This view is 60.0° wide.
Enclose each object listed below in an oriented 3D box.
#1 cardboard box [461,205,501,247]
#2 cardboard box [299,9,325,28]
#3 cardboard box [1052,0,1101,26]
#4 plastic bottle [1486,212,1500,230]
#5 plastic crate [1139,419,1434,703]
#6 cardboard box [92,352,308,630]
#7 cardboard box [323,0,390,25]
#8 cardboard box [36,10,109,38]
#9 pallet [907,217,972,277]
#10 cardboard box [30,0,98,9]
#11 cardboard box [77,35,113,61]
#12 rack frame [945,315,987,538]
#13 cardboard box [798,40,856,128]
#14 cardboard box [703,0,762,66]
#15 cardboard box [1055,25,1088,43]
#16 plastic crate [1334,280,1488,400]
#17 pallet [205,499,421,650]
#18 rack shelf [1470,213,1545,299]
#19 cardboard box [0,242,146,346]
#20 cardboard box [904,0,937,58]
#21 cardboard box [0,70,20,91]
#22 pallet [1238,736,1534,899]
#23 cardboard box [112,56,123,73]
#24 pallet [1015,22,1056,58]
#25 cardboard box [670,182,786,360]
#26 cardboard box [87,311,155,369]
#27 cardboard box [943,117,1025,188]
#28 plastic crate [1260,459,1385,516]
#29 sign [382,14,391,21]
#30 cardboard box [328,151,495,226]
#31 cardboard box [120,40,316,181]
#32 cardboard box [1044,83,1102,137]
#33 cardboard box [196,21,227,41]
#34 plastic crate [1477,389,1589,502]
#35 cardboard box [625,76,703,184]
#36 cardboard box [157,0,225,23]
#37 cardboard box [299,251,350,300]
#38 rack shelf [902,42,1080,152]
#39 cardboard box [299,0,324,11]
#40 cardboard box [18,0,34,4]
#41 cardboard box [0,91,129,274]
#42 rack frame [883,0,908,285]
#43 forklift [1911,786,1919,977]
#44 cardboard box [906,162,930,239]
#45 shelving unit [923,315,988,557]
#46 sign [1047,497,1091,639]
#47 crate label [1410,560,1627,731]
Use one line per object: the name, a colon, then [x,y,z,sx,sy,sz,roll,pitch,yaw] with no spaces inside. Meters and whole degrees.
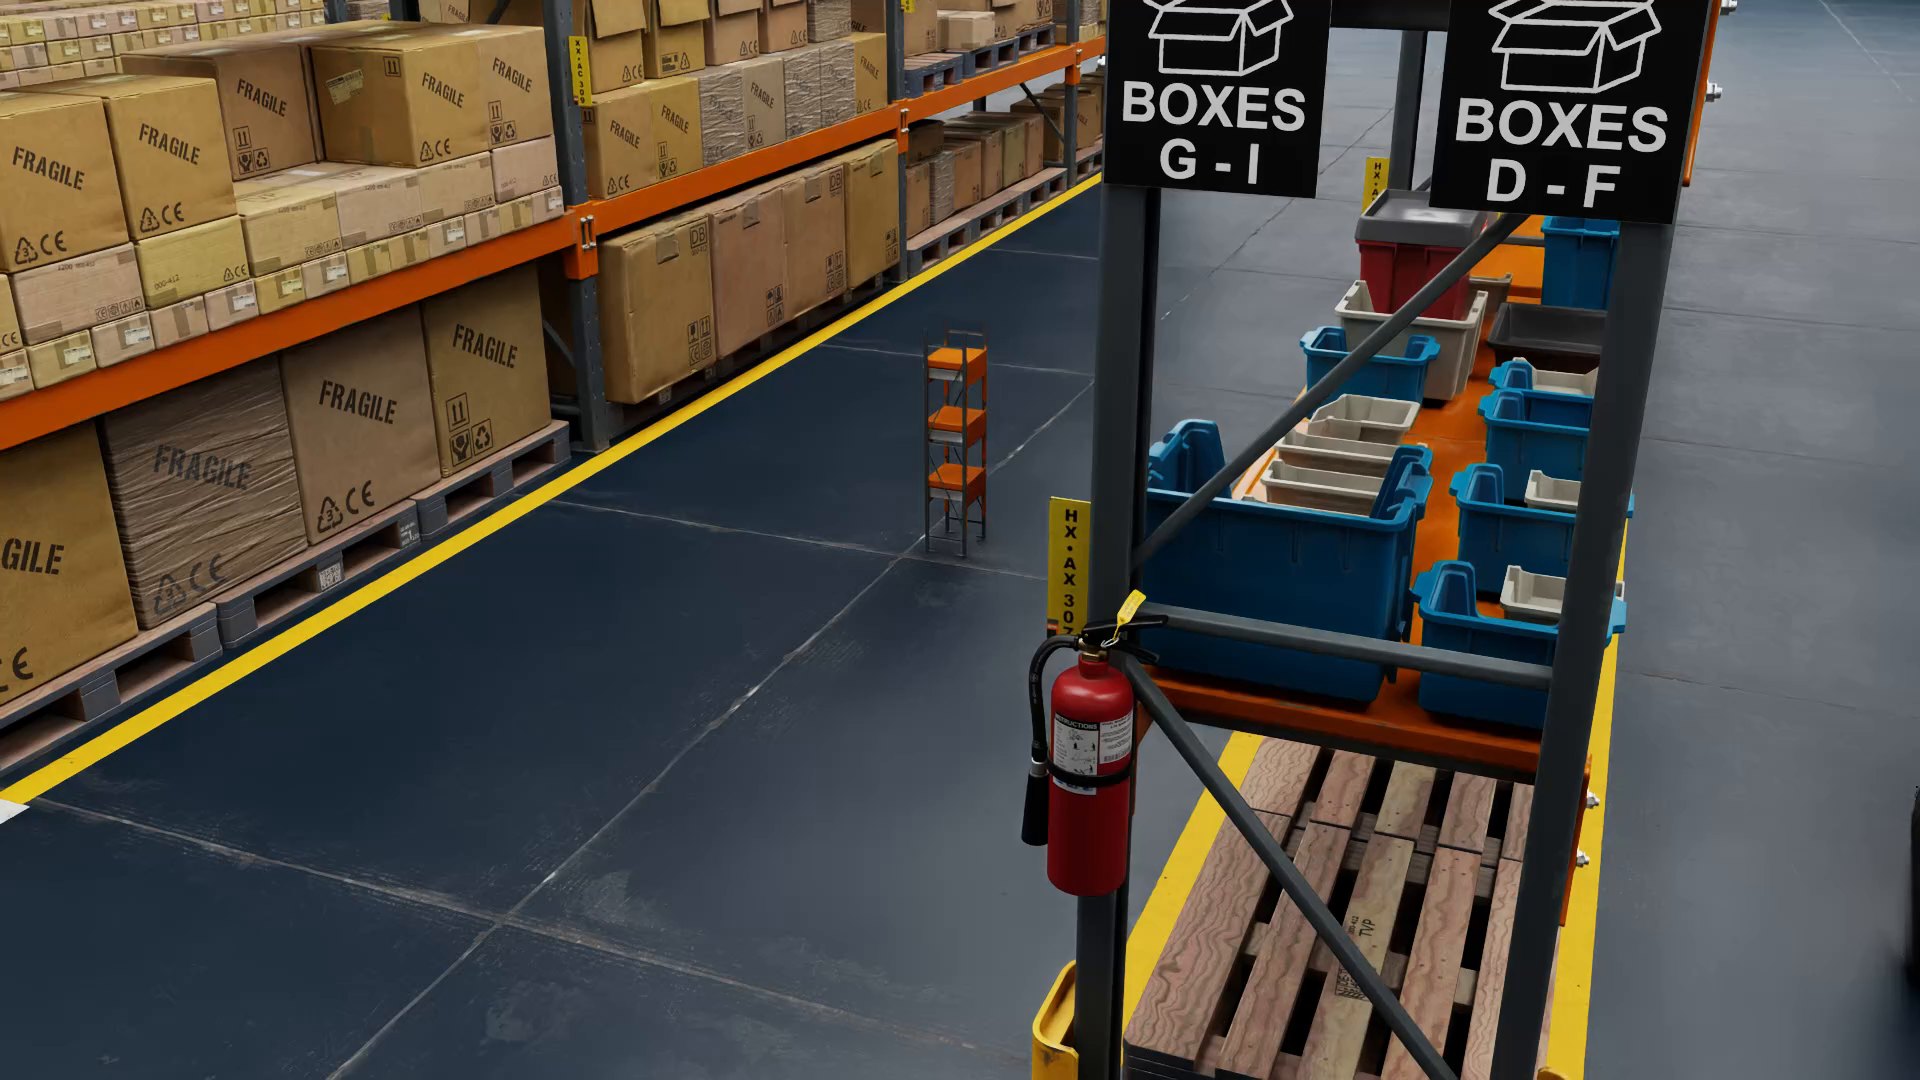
cardboard box: [-2.363,-1.468,7.699,0.380,0.149,0.250,8,24,19]
cardboard box: [-5.206,-4.075,13.009,0.380,0.149,0.250,9,24,21]
cardboard box: [0.833,-5.122,15.606,0.875,0.500,0.500,9,24,20]
plastic bottle: [2.407,-1.547,7.627,0.144,0.351,0.185,9,24,20]
plastic crate: [0.700,0.026,3.673,0.616,0.435,0.499,9,24,20]
cardboard box: [-3.348,-0.272,6.722,0.875,0.875,0.875,9,24,20]
cardboard box: [-5.028,-4.270,13.951,0.500,0.500,0.500,9,24,21]
cardboard box: [-5.973,-3.470,11.176,0.380,0.149,0.250,9,24,20]
pallet: [-0.586,-2.348,13.098,1.003,0.211,1.213,9,24,20]
cardboard box: [-6.380,-3.757,11.862,0.380,0.149,0.250,8,24,19]
cardboard box: [-5.974,-3.336,11.240,0.380,0.149,0.250,10,25,22]
rack frame: [0.025,-0.509,7.606,0.200,1.050,0.008,9,24,20]
cardboard box: [-1.021,-3.012,10.939,0.500,0.500,0.500,9,24,20]
cardboard box: [-1.652,-3.131,9.924,0.797,0.503,0.637,10,25,22]
cardboard box: [0.967,-4.705,15.448,0.380,0.149,0.250,9,24,20]
plastic crate: [1.497,-0.668,5.533,0.437,0.282,0.530,9,24,20]
pallet: [-3.170,0.062,7.329,1.003,0.211,1.213,9,24,20]
rack shelf: [2.978,-1.599,8.619,1.077,0.370,4.000,9,24,20]
cardboard box: [-3.233,-0.881,5.775,0.500,0.250,0.500,8,24,19]
cardboard box: [-0.600,-4.008,12.780,0.700,0.500,0.500,13,26,28]
cardboard box: [-6.260,-2.923,10.638,0.380,0.149,0.250,9,24,21]
pallet: [1.546,0.779,5.612,1.003,0.211,1.213,9,24,20]
cardboard box: [-5.878,-3.291,11.519,0.380,0.149,0.250,8,24,19]
pallet: [0.189,-4.446,14.750,1.003,0.211,1.213,9,24,20]
cardboard box: [-1.813,-1.689,10.114,1.225,0.875,0.875,8,24,18]
cardboard box: [-3.126,-0.734,5.941,0.380,0.149,0.250,8,24,19]
cardboard box: [0.165,-3.452,14.794,0.700,0.500,0.500,9,24,20]
plastic crate: [1.005,-0.109,4.383,0.396,0.136,0.243,9,24,20]
sign: [-2.871,-2.496,8.434,0.100,0.325,0.005,9,24,20]
cardboard box: [-2.474,-1.611,7.524,0.500,0.250,0.500,10,24,22]
cardboard box: [-3.158,-1.841,7.102,0.500,0.500,0.500,8,24,18]
cardboard box: [1.157,-4.404,17.100,0.500,0.500,0.500,7,24,15]
cardboard box: [-5.587,-3.706,12.127,0.380,0.149,0.250,9,24,20]
plastic crate: [1.636,-0.246,4.587,0.416,0.233,0.300,9,24,20]
cardboard box: [-1.775,-2.279,9.185,0.500,0.500,0.500,9,24,20]
cardboard box: [-5.585,-3.848,12.080,0.380,0.149,0.250,9,24,20]
cardboard box: [-2.745,-1.101,6.821,0.380,0.149,0.250,9,24,21]
rack shelf: [-0.135,-3.739,13.743,1.077,0.370,4.000,9,24,20]
cardboard box: [-5.202,-4.213,12.954,0.380,0.149,0.250,8,24,18]
cardboard box: [-9.366,-5.322,16.381,0.380,0.149,0.250,10,25,23]
cardboard box: [-3.235,-1.219,5.612,0.500,0.500,0.500,8,24,19]
rack frame: [-0.878,-3.355,11.891,1.000,3.000,0.127,9,24,20]
forklift: [4.223,0.040,3.851,3.031,2.935,1.130,11,25,25]
cardboard box: [-0.647,-2.648,12.869,0.700,0.500,0.500,7,24,17]
shelving unit: [-0.020,-0.465,7.502,0.215,1.050,0.252,9,24,20]
sign: [0.233,0.068,3.483,0.100,0.325,0.005,9,24,20]
crate label: [1.147,0.225,3.459,0.416,0.233,0.303,9,24,20]
